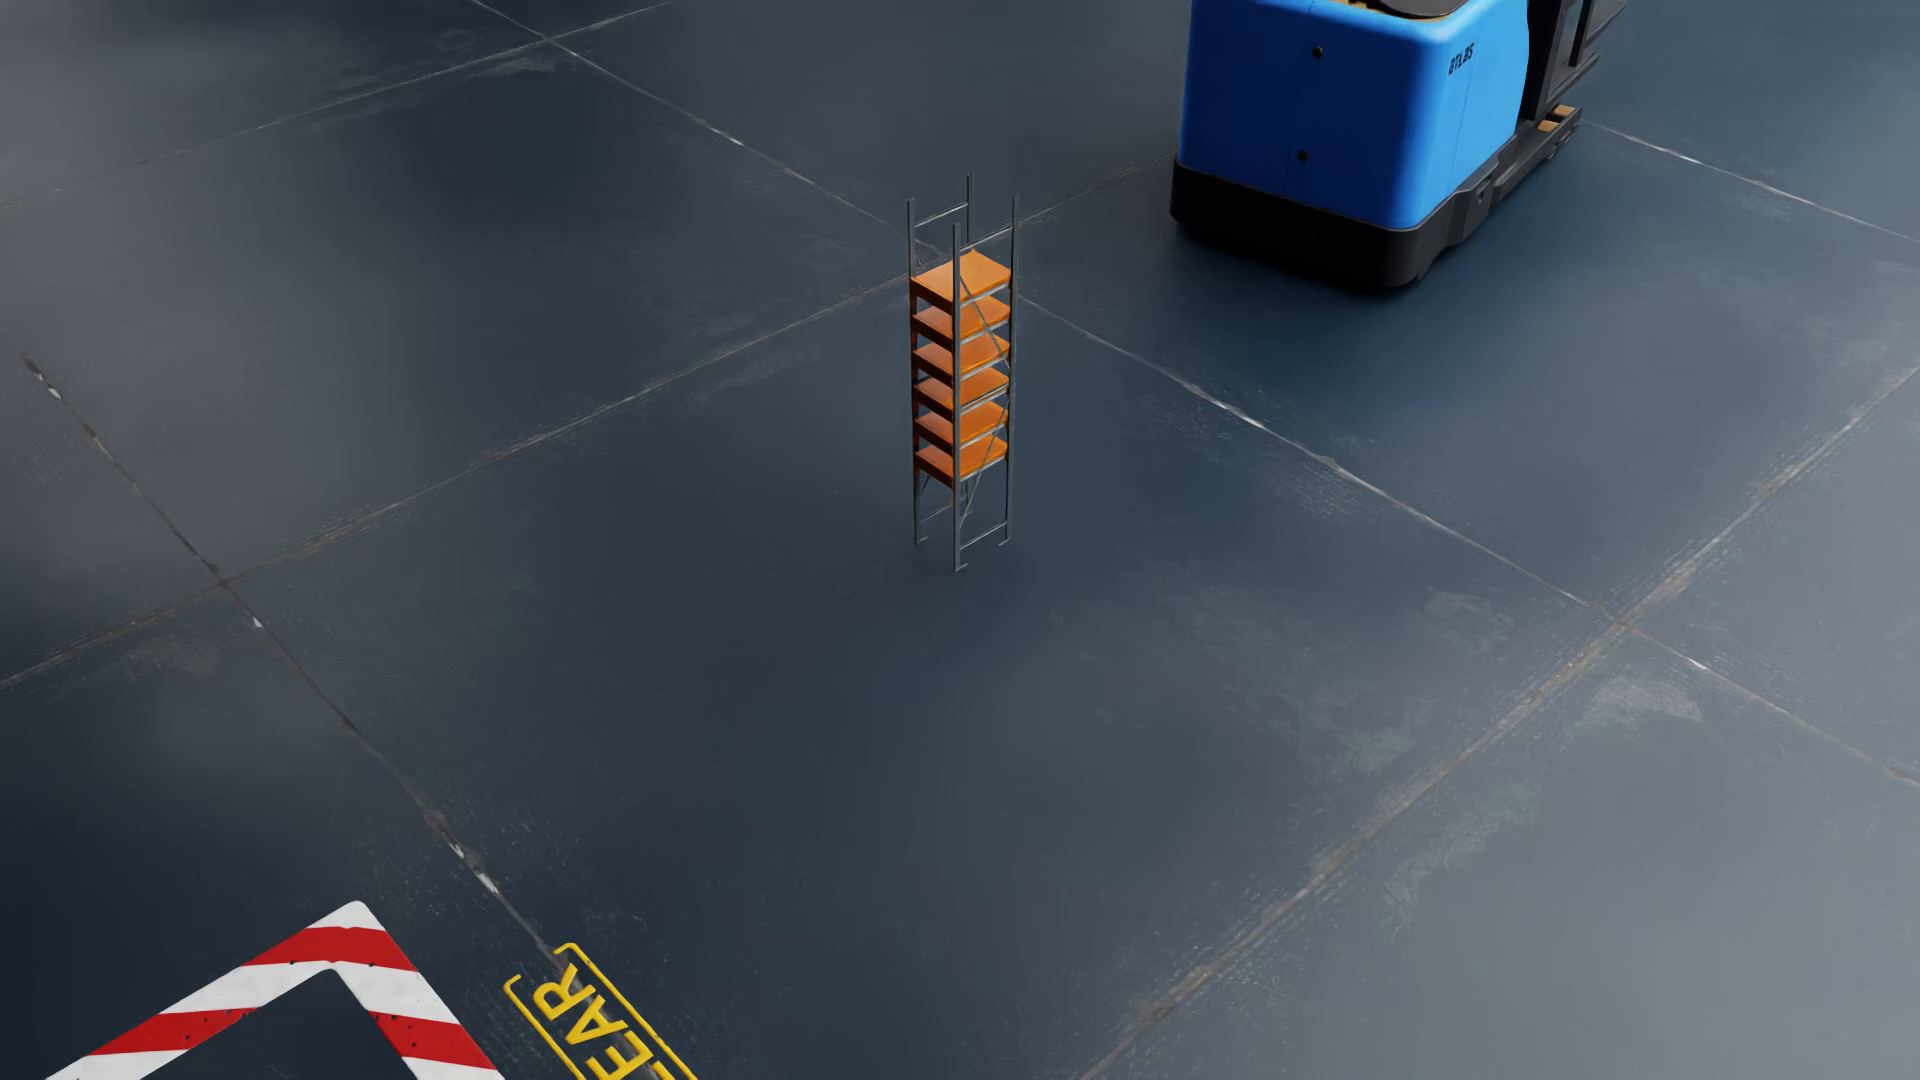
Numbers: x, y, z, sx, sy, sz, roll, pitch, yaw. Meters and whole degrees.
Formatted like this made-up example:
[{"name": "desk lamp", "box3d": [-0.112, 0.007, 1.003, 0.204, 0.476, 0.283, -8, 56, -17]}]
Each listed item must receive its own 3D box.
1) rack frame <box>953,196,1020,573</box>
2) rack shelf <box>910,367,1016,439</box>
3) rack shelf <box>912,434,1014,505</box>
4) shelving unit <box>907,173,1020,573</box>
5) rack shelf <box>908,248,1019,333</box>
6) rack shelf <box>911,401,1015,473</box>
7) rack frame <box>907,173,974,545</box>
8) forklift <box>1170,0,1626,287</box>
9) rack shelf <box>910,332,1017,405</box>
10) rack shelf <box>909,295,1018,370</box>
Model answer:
[{"name": "rack frame", "box3d": [0.072, -0.418, 4.833, 0.240, 1.200, 0.006, -30, 48, -32]}, {"name": "rack shelf", "box3d": [0.010, -0.426, 4.914, 0.258, 0.103, 0.180, -30, 48, -32]}, {"name": "rack shelf", "box3d": [0.010, -0.239, 5.064, 0.258, 0.103, 0.180, -30, 48, -32]}, {"name": "shelving unit", "box3d": [0.010, -0.460, 4.886, 0.258, 1.200, 0.189, -30, 48, -32]}, {"name": "rack shelf", "box3d": [0.010, -0.706, 4.687, 0.258, 0.103, 0.180, -30, 48, -32]}, {"name": "rack shelf", "box3d": [0.010, -0.332, 4.989, 0.258, 0.103, 0.180, -30, 48, -32]}, {"name": "rack frame", "box3d": [-0.052, -0.502, 4.938, 0.240, 1.200, 0.006, -30, 48, -32]}, {"name": "forklift", "box3d": [2.131, -2.987, 6.637, 1.130, 2.935, 3.031, 24, 45, 27]}, {"name": "rack shelf", "box3d": [0.010, -0.519, 4.838, 0.258, 0.103, 0.180, -30, 48, -32]}, {"name": "rack shelf", "box3d": [0.010, -0.612, 4.763, 0.258, 0.103, 0.180, -30, 48, -32]}]
